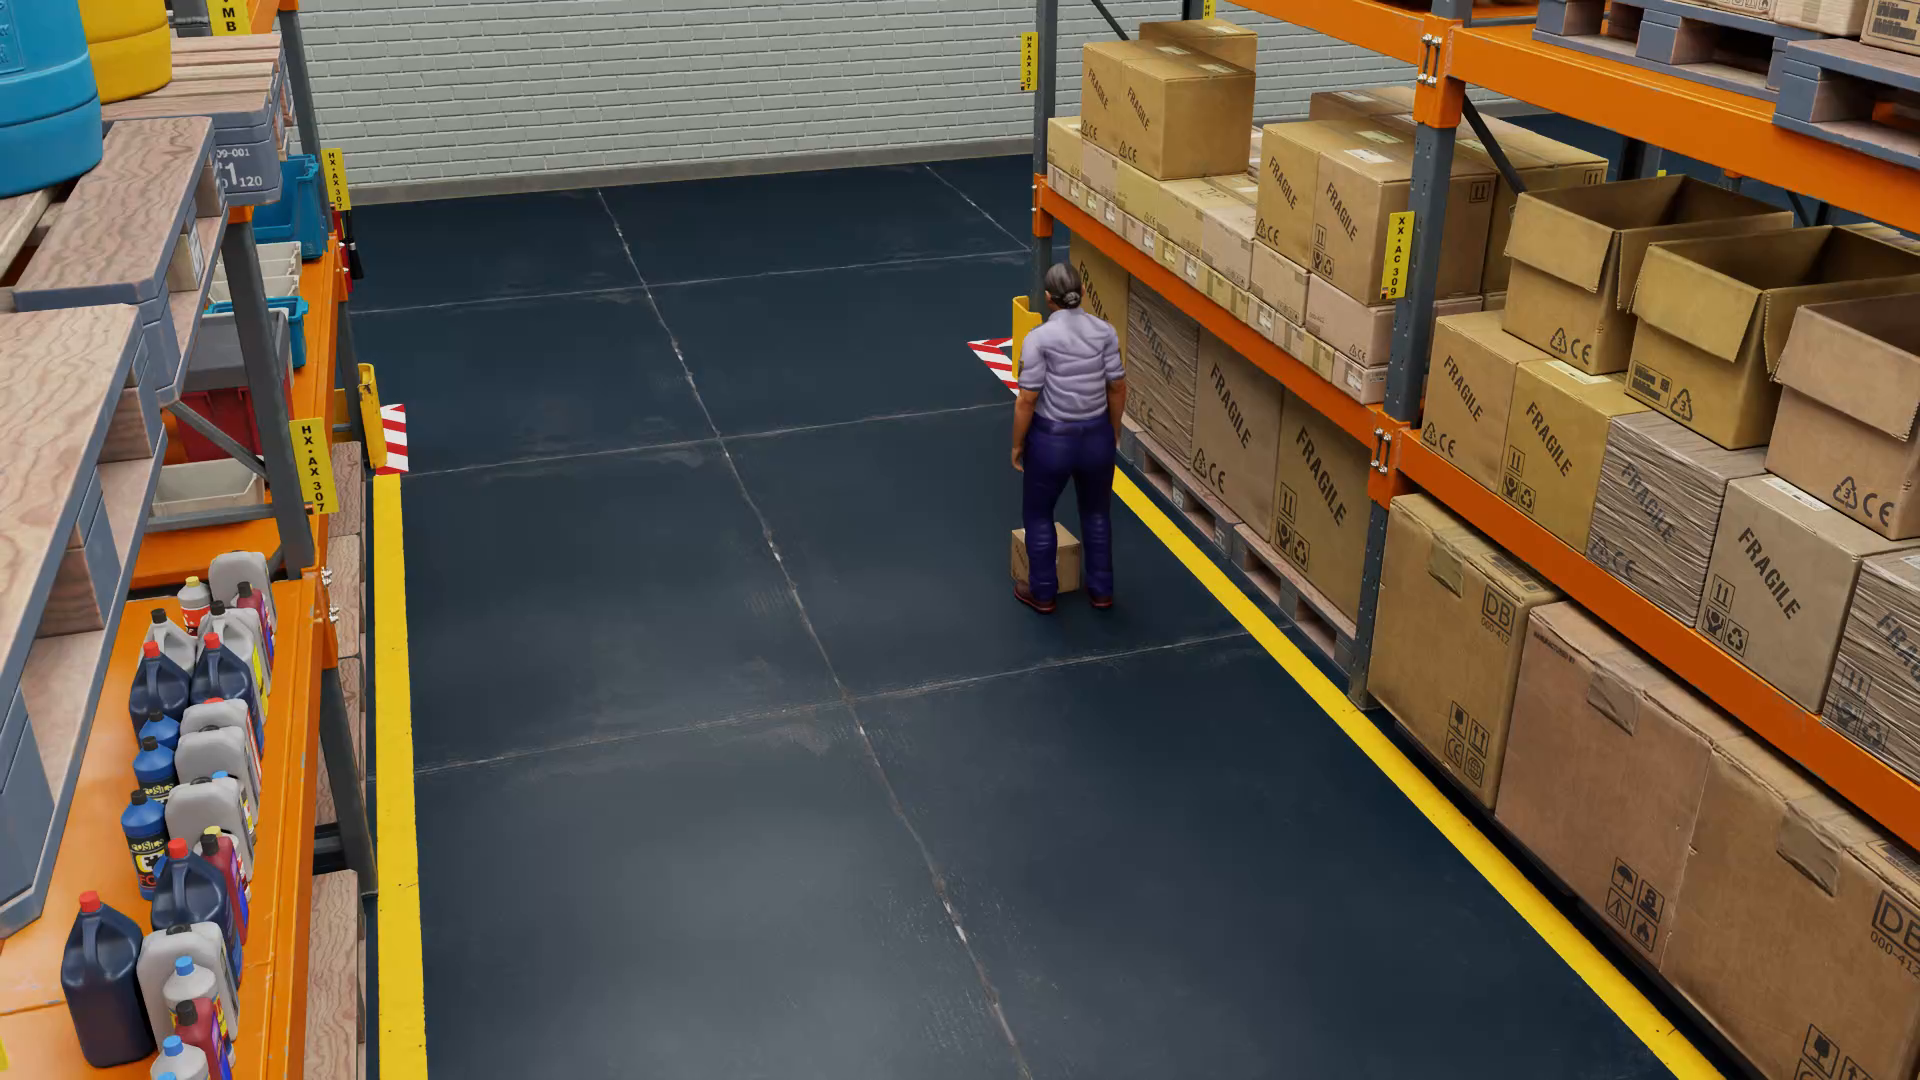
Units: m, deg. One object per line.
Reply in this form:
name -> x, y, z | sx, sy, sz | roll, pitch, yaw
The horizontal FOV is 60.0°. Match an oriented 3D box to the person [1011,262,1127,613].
person -> 0.485, -0.434, 7.510 | 0.539, 1.638, 0.412 | -8, 28, -16
